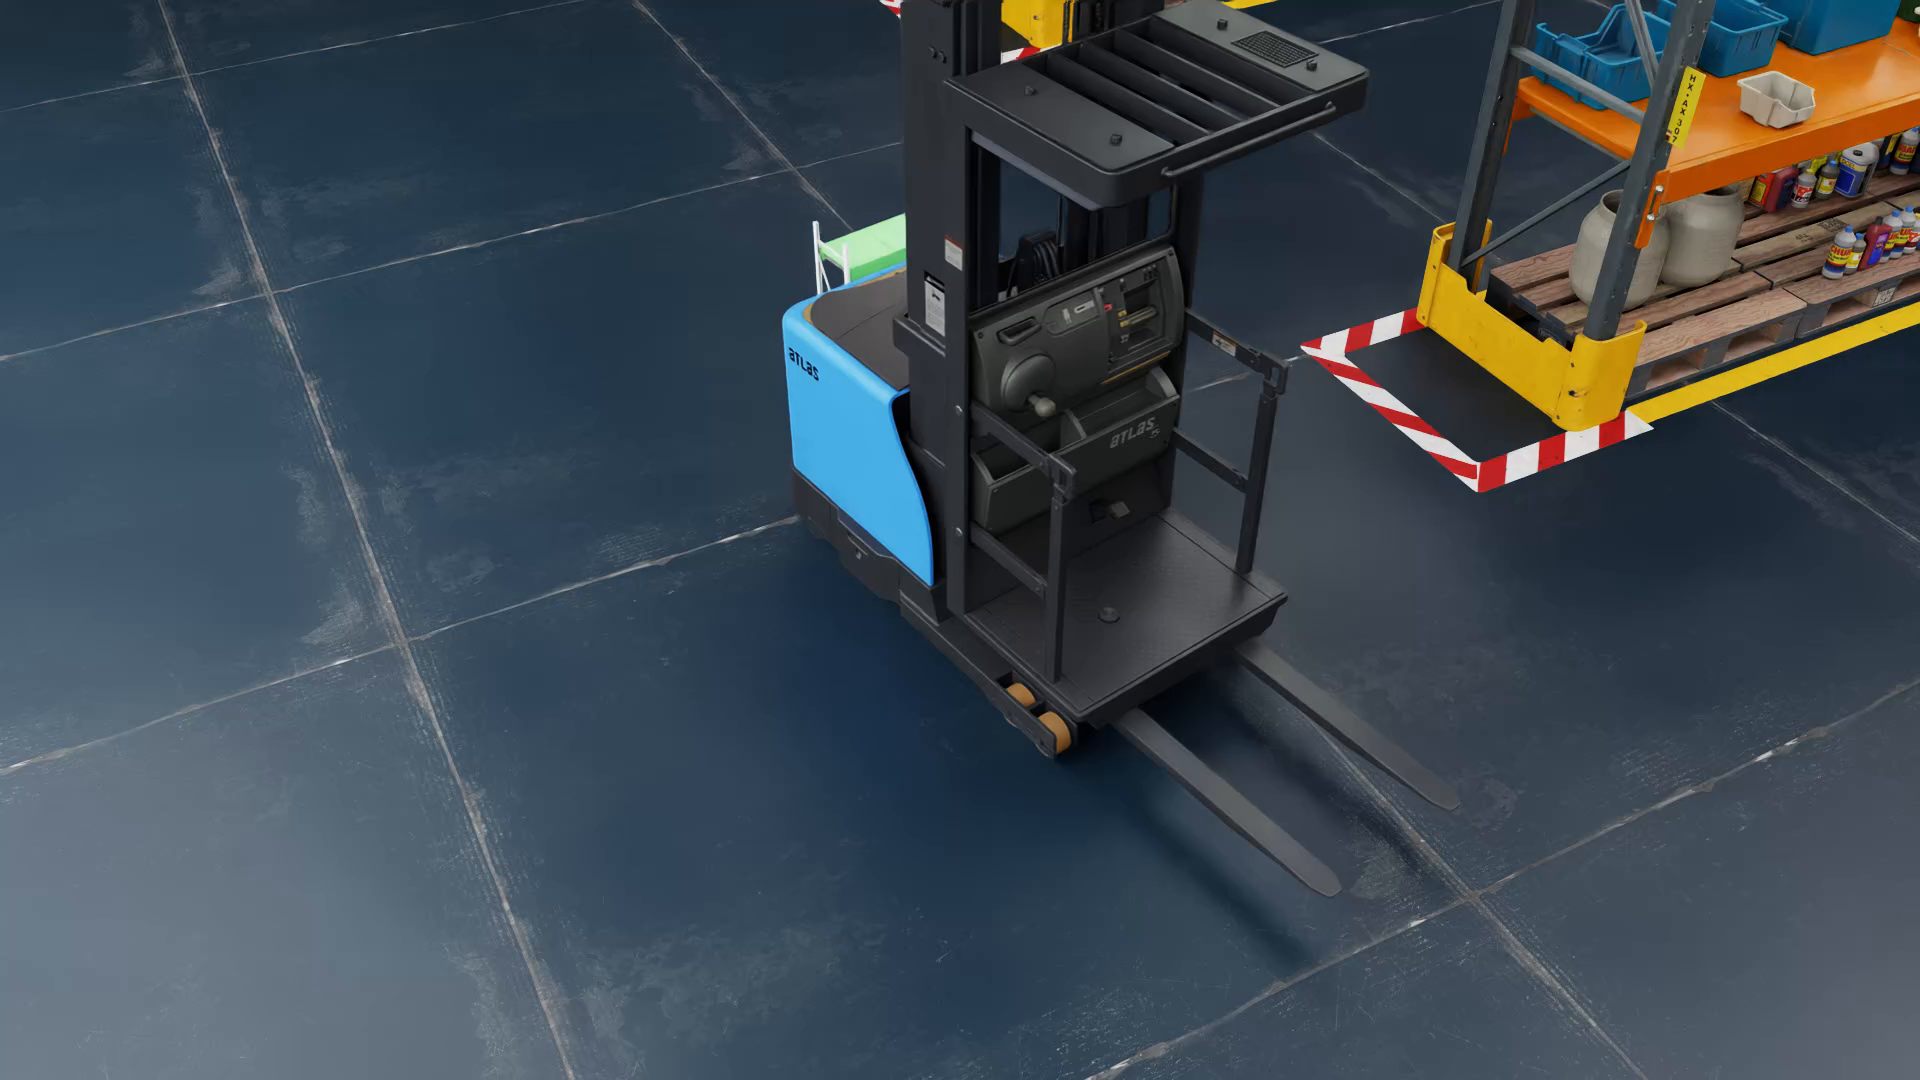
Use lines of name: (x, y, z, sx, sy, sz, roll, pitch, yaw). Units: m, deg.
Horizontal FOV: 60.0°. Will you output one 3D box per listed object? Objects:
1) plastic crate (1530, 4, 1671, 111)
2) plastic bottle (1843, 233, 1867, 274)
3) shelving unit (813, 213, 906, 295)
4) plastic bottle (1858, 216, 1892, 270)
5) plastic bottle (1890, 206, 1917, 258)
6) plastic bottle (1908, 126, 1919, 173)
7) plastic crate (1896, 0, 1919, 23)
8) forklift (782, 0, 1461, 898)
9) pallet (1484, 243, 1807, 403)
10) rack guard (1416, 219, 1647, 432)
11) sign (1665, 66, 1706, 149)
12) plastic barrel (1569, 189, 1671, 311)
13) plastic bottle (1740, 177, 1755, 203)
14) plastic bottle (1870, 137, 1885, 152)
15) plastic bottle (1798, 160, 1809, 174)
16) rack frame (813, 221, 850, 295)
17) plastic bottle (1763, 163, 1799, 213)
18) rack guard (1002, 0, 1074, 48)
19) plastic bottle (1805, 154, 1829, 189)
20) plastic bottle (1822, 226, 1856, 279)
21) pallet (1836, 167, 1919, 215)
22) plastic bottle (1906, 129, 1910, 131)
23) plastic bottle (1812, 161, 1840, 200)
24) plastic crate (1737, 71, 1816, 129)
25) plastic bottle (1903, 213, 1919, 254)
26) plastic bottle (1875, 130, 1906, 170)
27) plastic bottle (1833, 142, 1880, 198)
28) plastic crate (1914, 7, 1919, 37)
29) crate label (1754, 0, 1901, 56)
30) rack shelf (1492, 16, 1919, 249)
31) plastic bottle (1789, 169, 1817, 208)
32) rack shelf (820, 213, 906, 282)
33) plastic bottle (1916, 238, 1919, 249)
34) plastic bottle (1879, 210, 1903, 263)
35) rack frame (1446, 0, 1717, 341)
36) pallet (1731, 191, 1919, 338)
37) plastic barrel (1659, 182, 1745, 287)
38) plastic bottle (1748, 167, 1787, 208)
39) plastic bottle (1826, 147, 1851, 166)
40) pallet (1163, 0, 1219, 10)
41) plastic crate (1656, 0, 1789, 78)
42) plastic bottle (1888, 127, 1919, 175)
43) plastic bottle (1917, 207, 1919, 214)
plastic crate: (3.020, -2.241, 7.691, 0.616, 0.251, 0.499, -19, 44, -21)
plastic bottle: (4.558, -1.470, 8.491, 0.097, 0.201, 0.097, 0, 40, 0)
shelving unit: (-0.344, -0.912, 7.399, 0.503, 1.200, 0.258, -27, 47, -28)
plastic bottle: (4.675, -1.528, 8.495, 0.133, 0.283, 0.061, -18, 43, -20)
plastic bottle: (4.859, -1.598, 8.588, 0.097, 0.271, 0.097, 0, 40, 0)
plastic bottle: (5.421, -2.242, 9.287, 0.185, 0.351, 0.144, -19, 44, -21)
plastic crate: (4.927, -2.847, 8.455, 0.662, 0.188, 0.450, -19, 44, -21)
forklift: (0.565, -0.668, 5.771, 1.130, 2.935, 3.031, -27, 47, -28)
pallet: (3.483, -1.202, 8.506, 1.213, 0.211, 1.003, -19, 44, -21)
rack guard: (2.760, -1.073, 8.130, 0.348, 0.500, 1.175, -19, 44, -21)
sign: (2.964, -1.766, 6.801, 0.005, 0.325, 0.100, -19, 44, -21)
plastic barrel: (3.262, -1.428, 8.216, 0.421, 0.512, 0.421, 0, 40, 0)
plastic bottle: (4.236, -1.953, 8.997, 0.133, 0.283, 0.061, -18, 43, -20)
plastic bottle: (5.073, -2.173, 9.266, 0.097, 0.271, 0.097, 0, 40, 0)
plastic bottle: (4.500, -2.006, 9.065, 0.135, 0.276, 0.152, -20, 44, -22)
rack frame: (-0.537, -0.815, 7.284, 0.015, 1.200, 0.240, -27, 47, -28)
plastic bottle: (4.426, -1.906, 8.942, 0.133, 0.283, 0.061, -19, 44, -21)
rack guard: (0.408, -3.855, 11.418, 0.348, 0.500, 1.175, -19, 44, -21)
plastic bottle: (4.645, -2.086, 9.102, 0.185, 0.351, 0.144, -17, 43, -19)
plastic bottle: (4.466, -1.466, 8.432, 0.097, 0.271, 0.097, 0, 40, 0)
pallet: (5.647, -1.930, 9.367, 1.213, 0.211, 1.003, -19, 44, -21)
plastic bottle: (5.354, -2.325, 9.384, 0.185, 0.351, 0.144, -17, 43, -20)
plastic bottle: (4.739, -1.973, 9.084, 0.097, 0.201, 0.097, 0, 40, 0)
plastic crate: (3.656, -1.959, 7.447, 0.250, 0.136, 0.298, -19, 44, -21)
plastic bottle: (4.947, -1.601, 8.645, 0.097, 0.201, 0.097, 0, 40, 0)
plastic bottle: (5.187, -2.268, 9.318, 0.185, 0.351, 0.144, -20, 44, -22)
plastic bottle: (4.900, -2.035, 9.101, 0.135, 0.276, 0.152, -19, 44, -21)
plastic crate: (4.938, -2.440, 8.016, 0.437, 0.136, 0.530, -19, 44, -21)
crate label: (4.221, -2.695, 8.085, 0.616, 0.435, 0.502, -19, 44, -21)
rack shelf: (4.488, -2.299, 8.202, 4.000, 0.370, 1.077, -19, 44, -21)
plastic bottle: (4.574, -1.911, 9.012, 0.097, 0.201, 0.097, 0, 40, 0)
rack shelf: (-0.344, -1.230, 7.130, 0.480, 0.148, 0.258, -27, 47, -28)
plastic bottle: (5.038, -1.659, 8.659, 0.097, 0.271, 0.097, 0, 40, 0)
plastic bottle: (4.770, -1.568, 8.552, 0.097, 0.271, 0.097, 0, 40, 0)
rack frame: (2.714, -1.977, 7.264, 0.127, 3.000, 1.000, -19, 44, -21)
pallet: (4.563, -1.563, 8.933, 1.213, 0.211, 1.003, -19, 44, -21)
plastic barrel: (3.707, -1.578, 8.393, 0.421, 0.512, 0.421, 0, 40, 0)
plastic bottle: (4.377, -1.964, 9.016, 0.135, 0.276, 0.152, -18, 44, -20)
plastic bottle: (4.810, -2.141, 9.168, 0.185, 0.351, 0.144, -19, 44, -21)
pallet: (1.088, -4.005, 11.817, 1.213, 0.211, 1.003, -19, 44, -21)
plastic crate: (3.598, -2.432, 7.916, 0.408, 0.251, 0.499, -19, 44, -21)
plastic bottle: (5.281, -2.182, 9.277, 0.097, 0.271, 0.097, 0, 40, 0)
plastic bottle: (5.171, -1.806, 8.823, 0.133, 0.283, 0.061, -19, 44, -21)
